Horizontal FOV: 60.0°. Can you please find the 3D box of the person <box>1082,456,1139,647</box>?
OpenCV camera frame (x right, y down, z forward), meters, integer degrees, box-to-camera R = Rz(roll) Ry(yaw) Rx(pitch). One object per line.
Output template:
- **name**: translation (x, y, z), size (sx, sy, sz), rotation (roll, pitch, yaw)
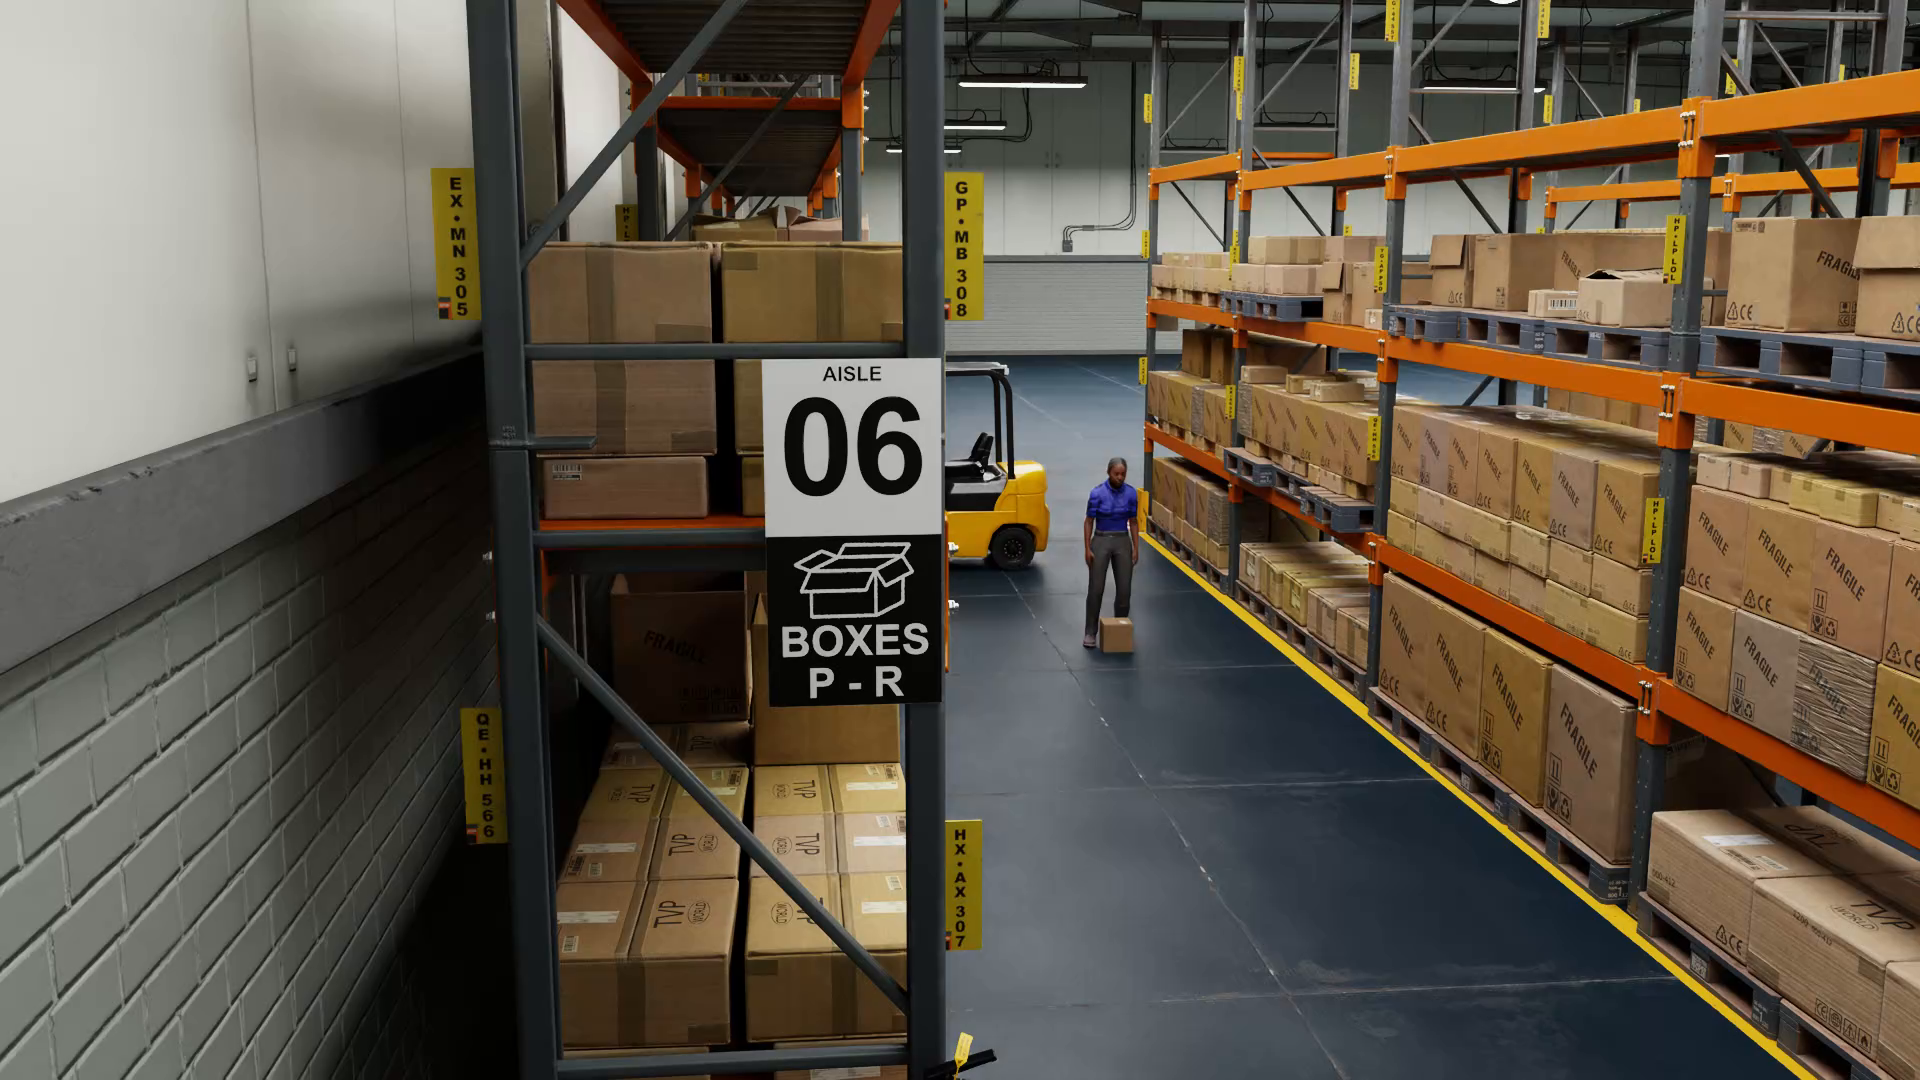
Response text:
- **person**: translation (1.308, 0.089, 14.427), size (0.515, 1.653, 0.349), rotation (-2, 10, -9)
